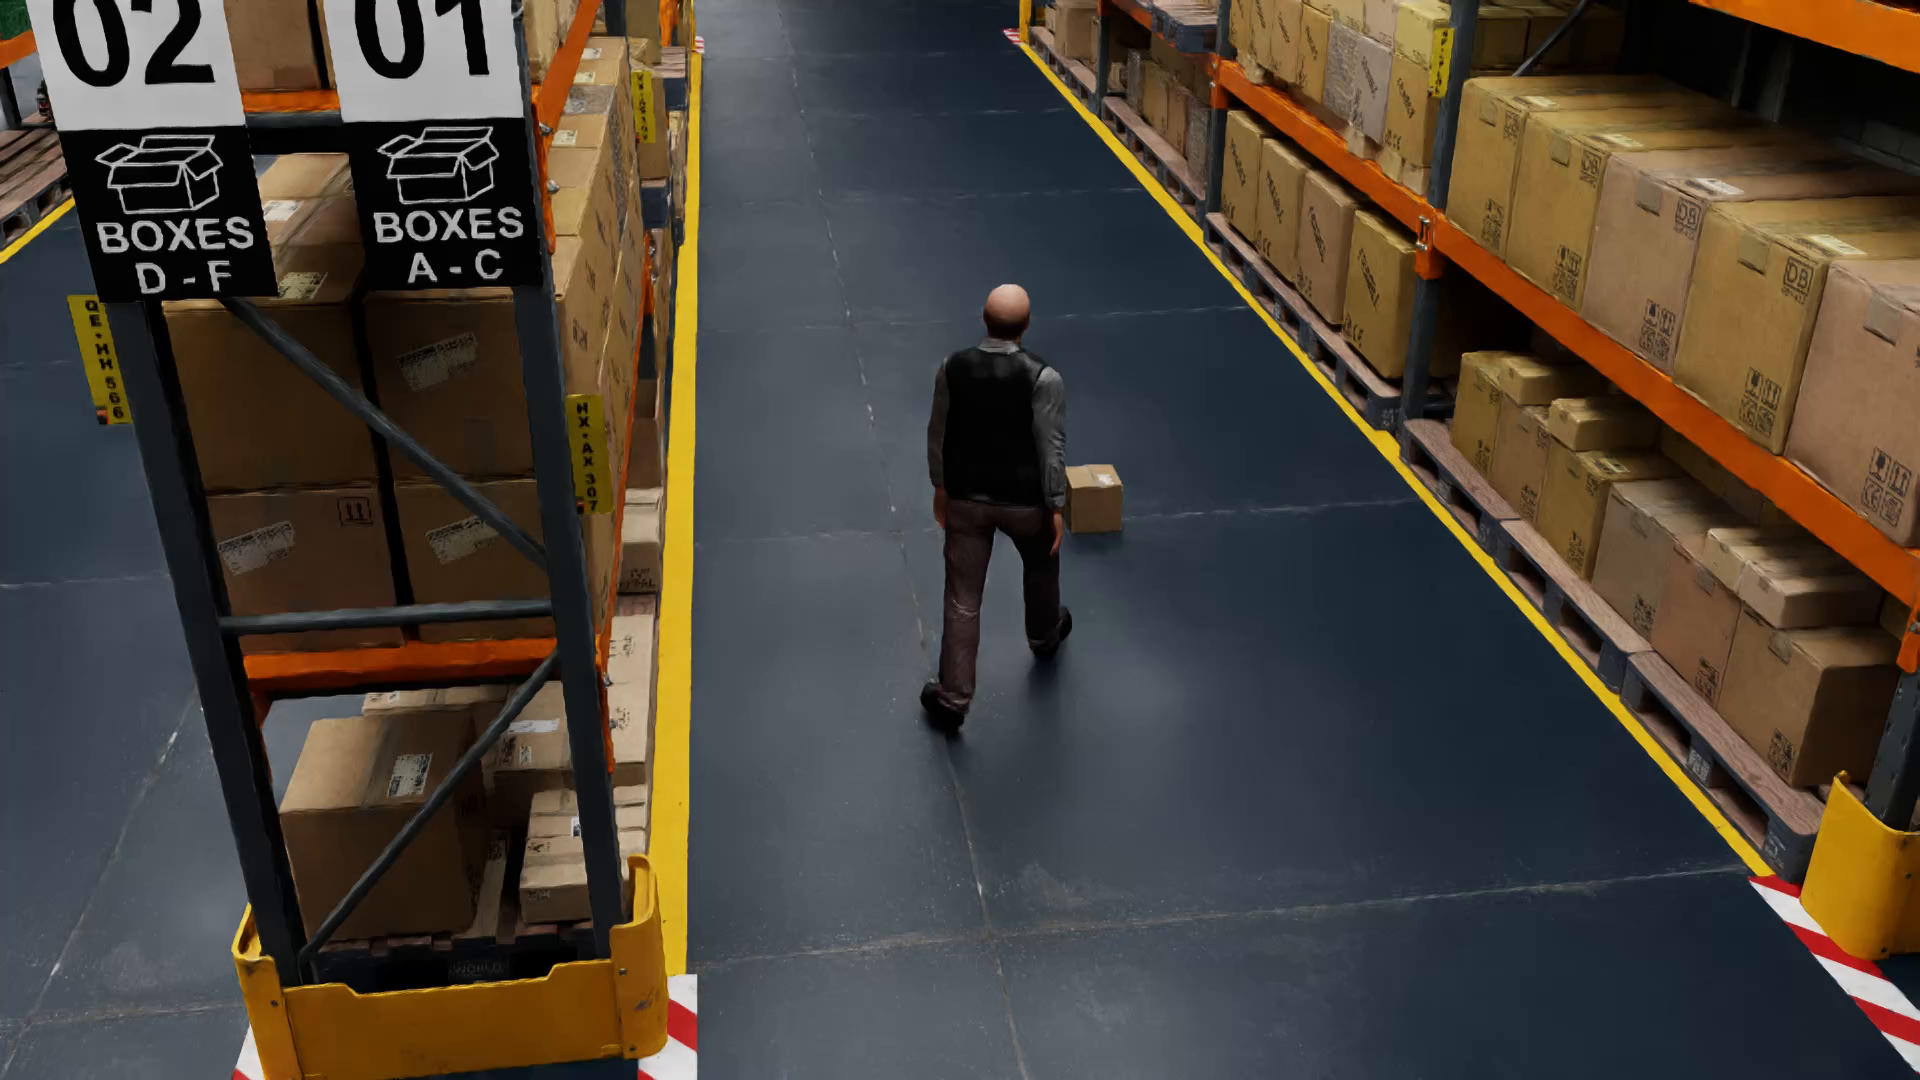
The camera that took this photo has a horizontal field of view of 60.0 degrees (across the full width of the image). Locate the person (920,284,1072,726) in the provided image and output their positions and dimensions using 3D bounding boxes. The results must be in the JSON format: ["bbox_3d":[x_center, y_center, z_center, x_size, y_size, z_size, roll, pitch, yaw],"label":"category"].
[{"bbox_3d":[0.150,-0.132,6.556,0.578,1.590,0.965,6,28,12],"label":"person"}]
